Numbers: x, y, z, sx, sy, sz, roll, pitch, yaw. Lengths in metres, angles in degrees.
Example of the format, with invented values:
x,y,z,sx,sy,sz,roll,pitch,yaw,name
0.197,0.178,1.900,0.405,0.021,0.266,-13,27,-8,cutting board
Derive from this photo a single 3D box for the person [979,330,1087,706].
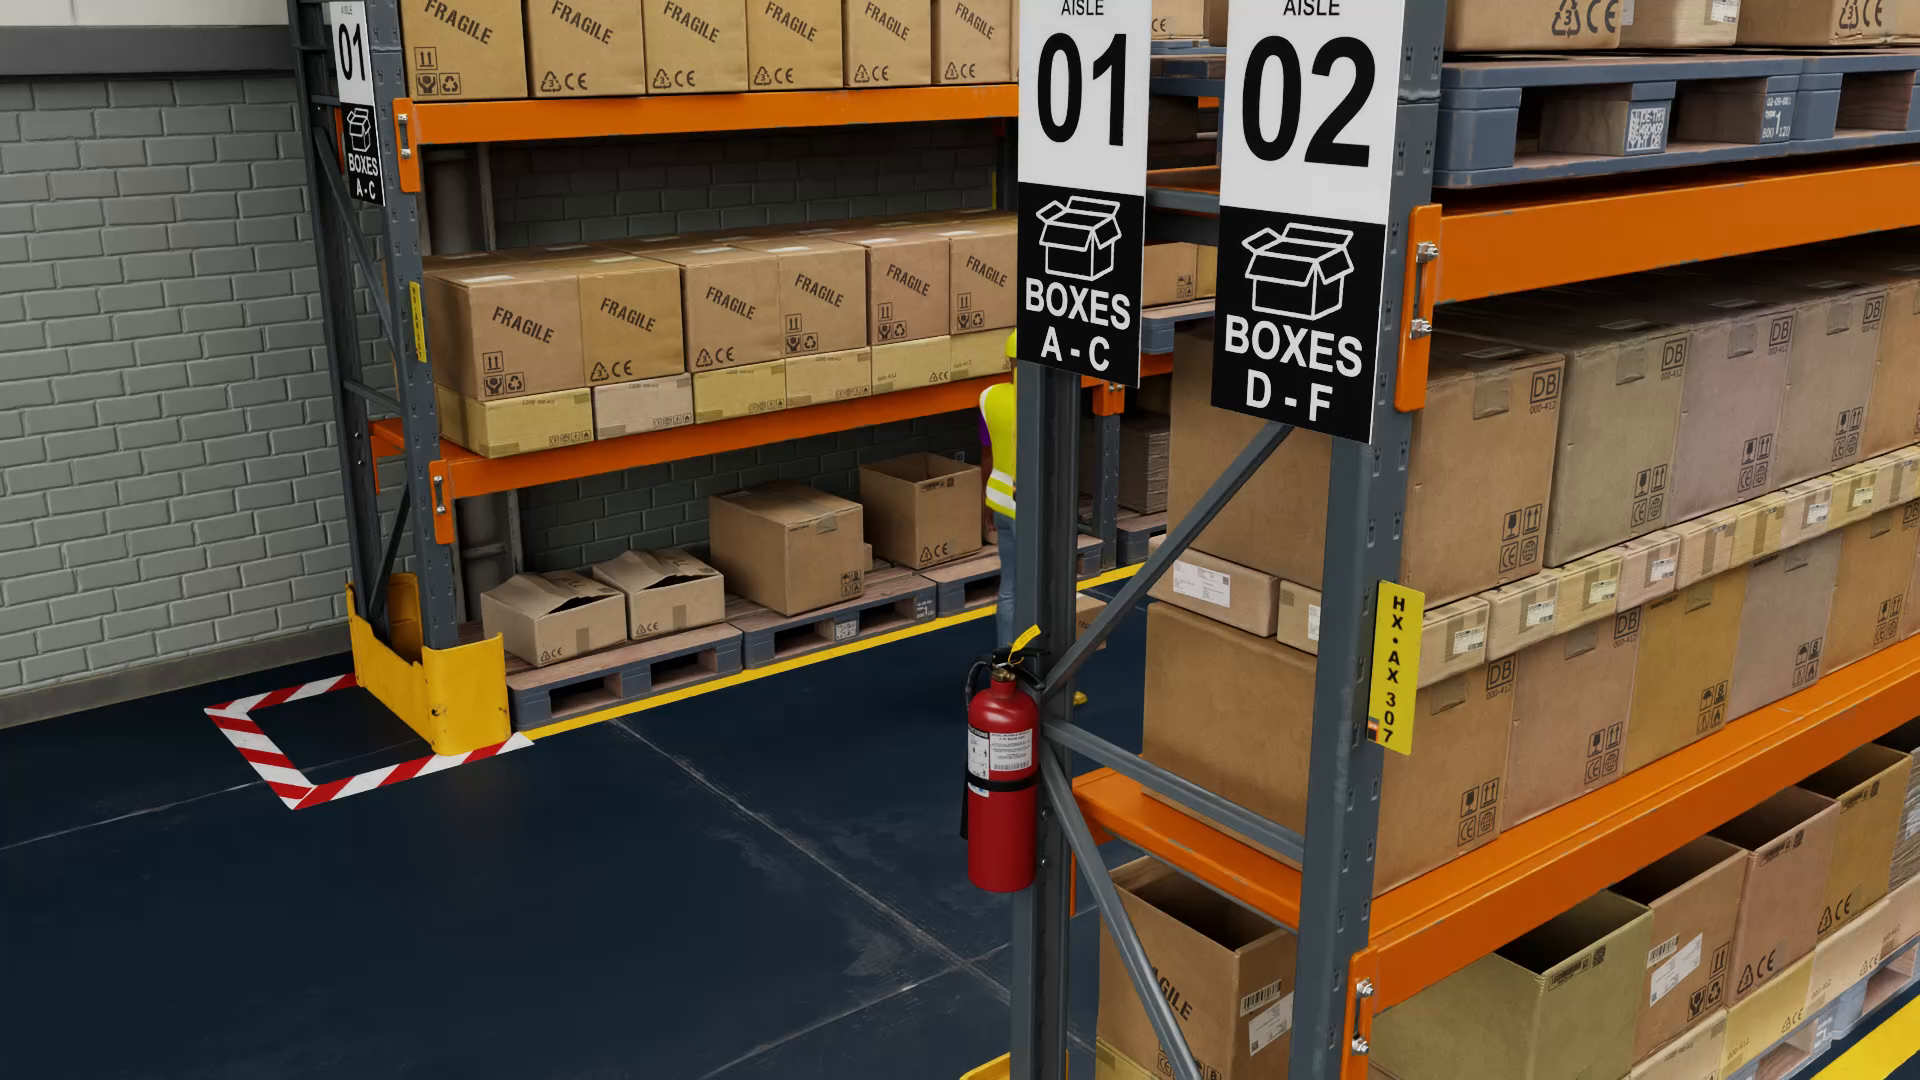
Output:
x,y,z,sx,sy,sz,roll,pitch,yaw,name
0.366,-0.130,7.891,0.397,1.769,0.765,-11,20,-30,person
